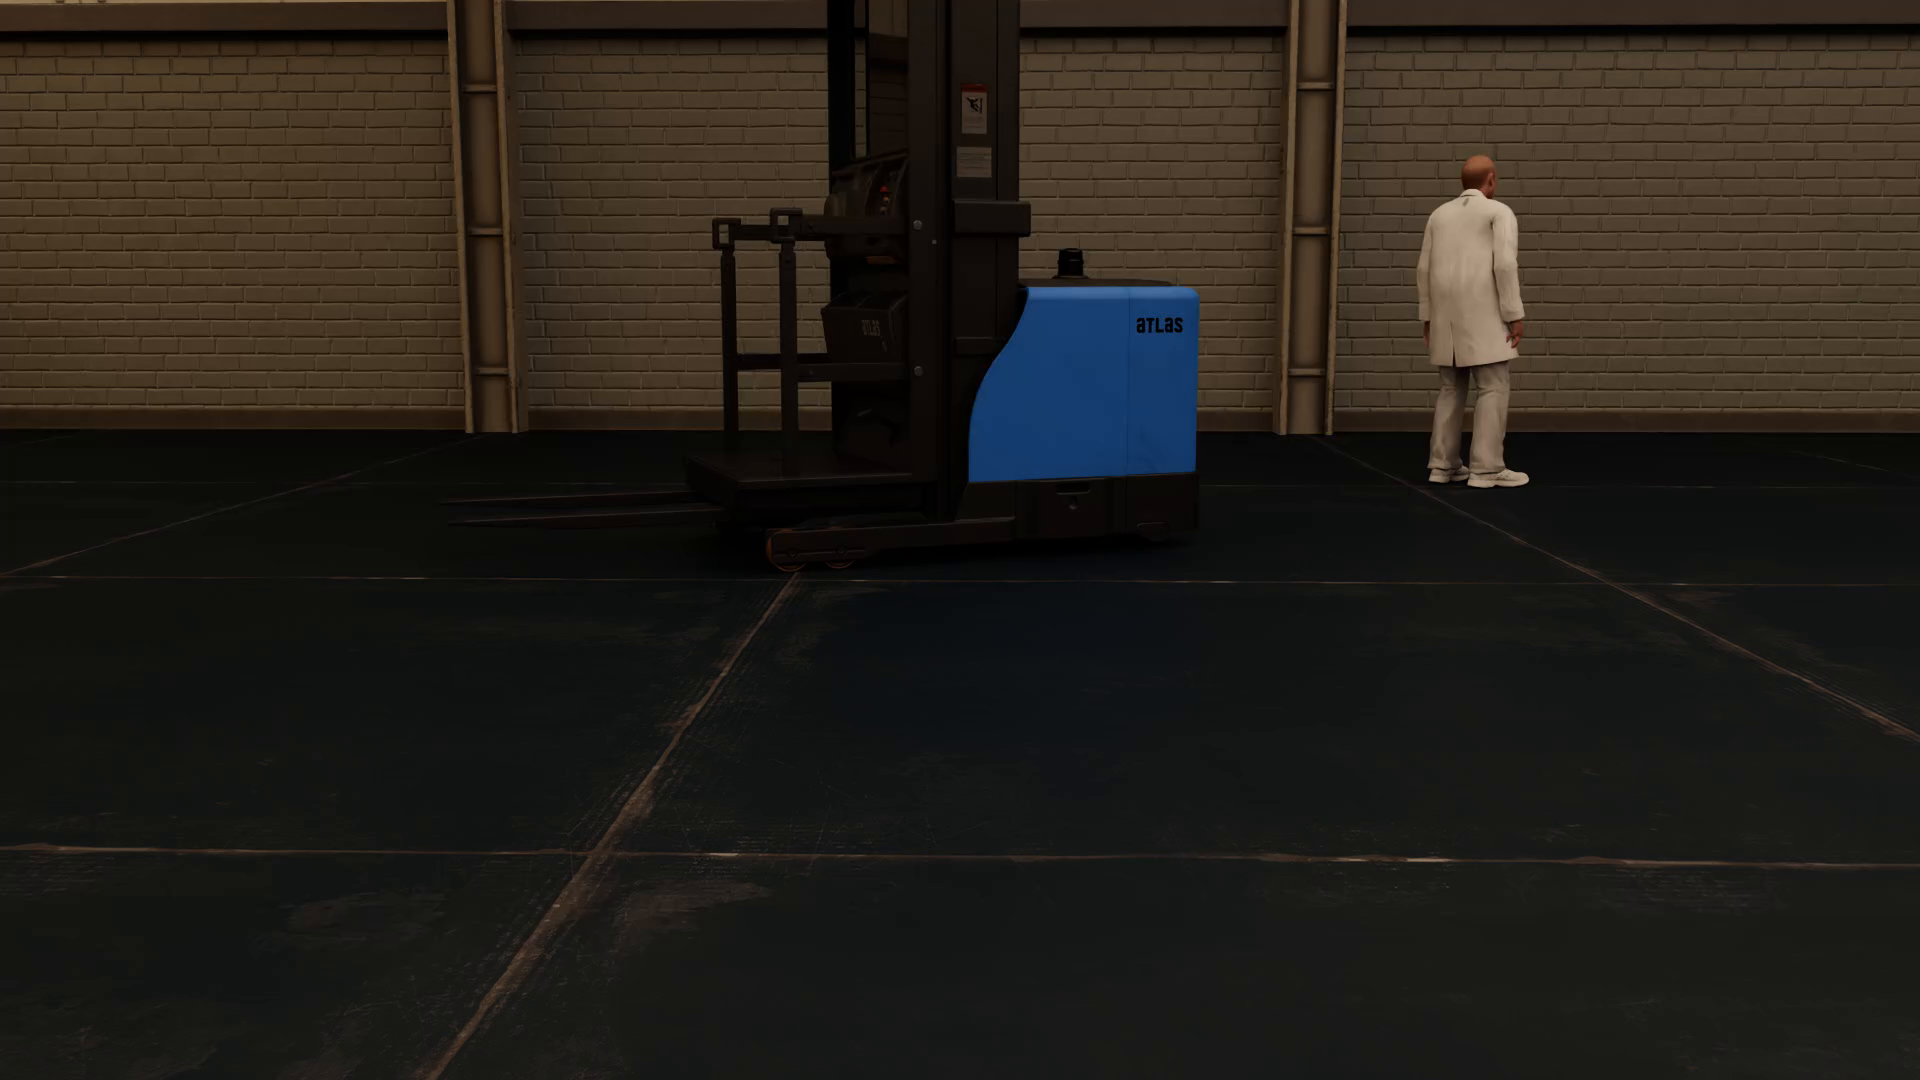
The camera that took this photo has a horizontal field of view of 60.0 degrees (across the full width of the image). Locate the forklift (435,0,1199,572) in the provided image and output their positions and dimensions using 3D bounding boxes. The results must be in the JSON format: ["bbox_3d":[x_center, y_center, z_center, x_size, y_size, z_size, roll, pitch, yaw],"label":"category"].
[{"bbox_3d":[-0.569,-1.416,6.694,3.031,2.935,1.130,-3,9,-20],"label":"forklift"}]

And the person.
[{"bbox_3d":[2.775,-1.186,9.026,0.436,1.772,0.644,-7,11,-37],"label":"person"}]
